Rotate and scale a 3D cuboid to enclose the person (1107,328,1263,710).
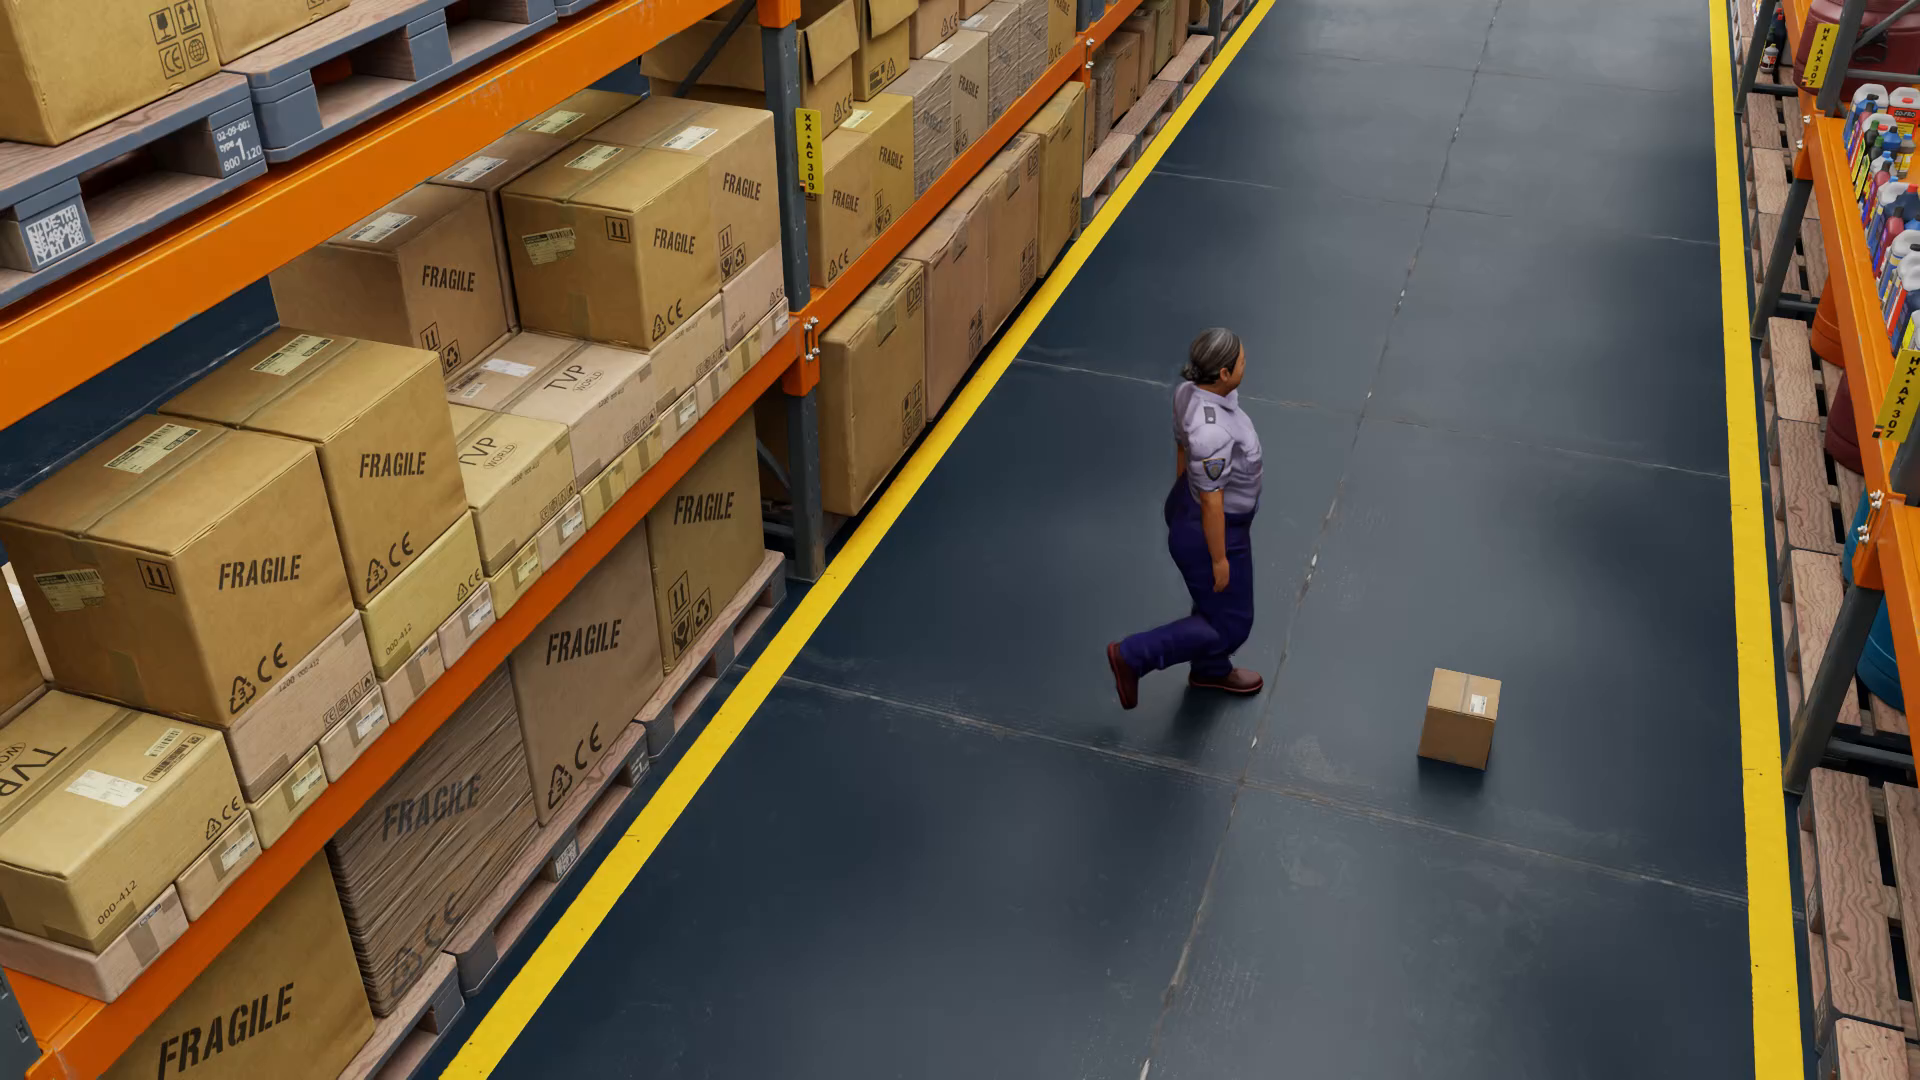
[{"bbox_3d":[0.895,-0.044,6.199,0.649,1.636,0.480,1,33,2],"label":"person"}]
